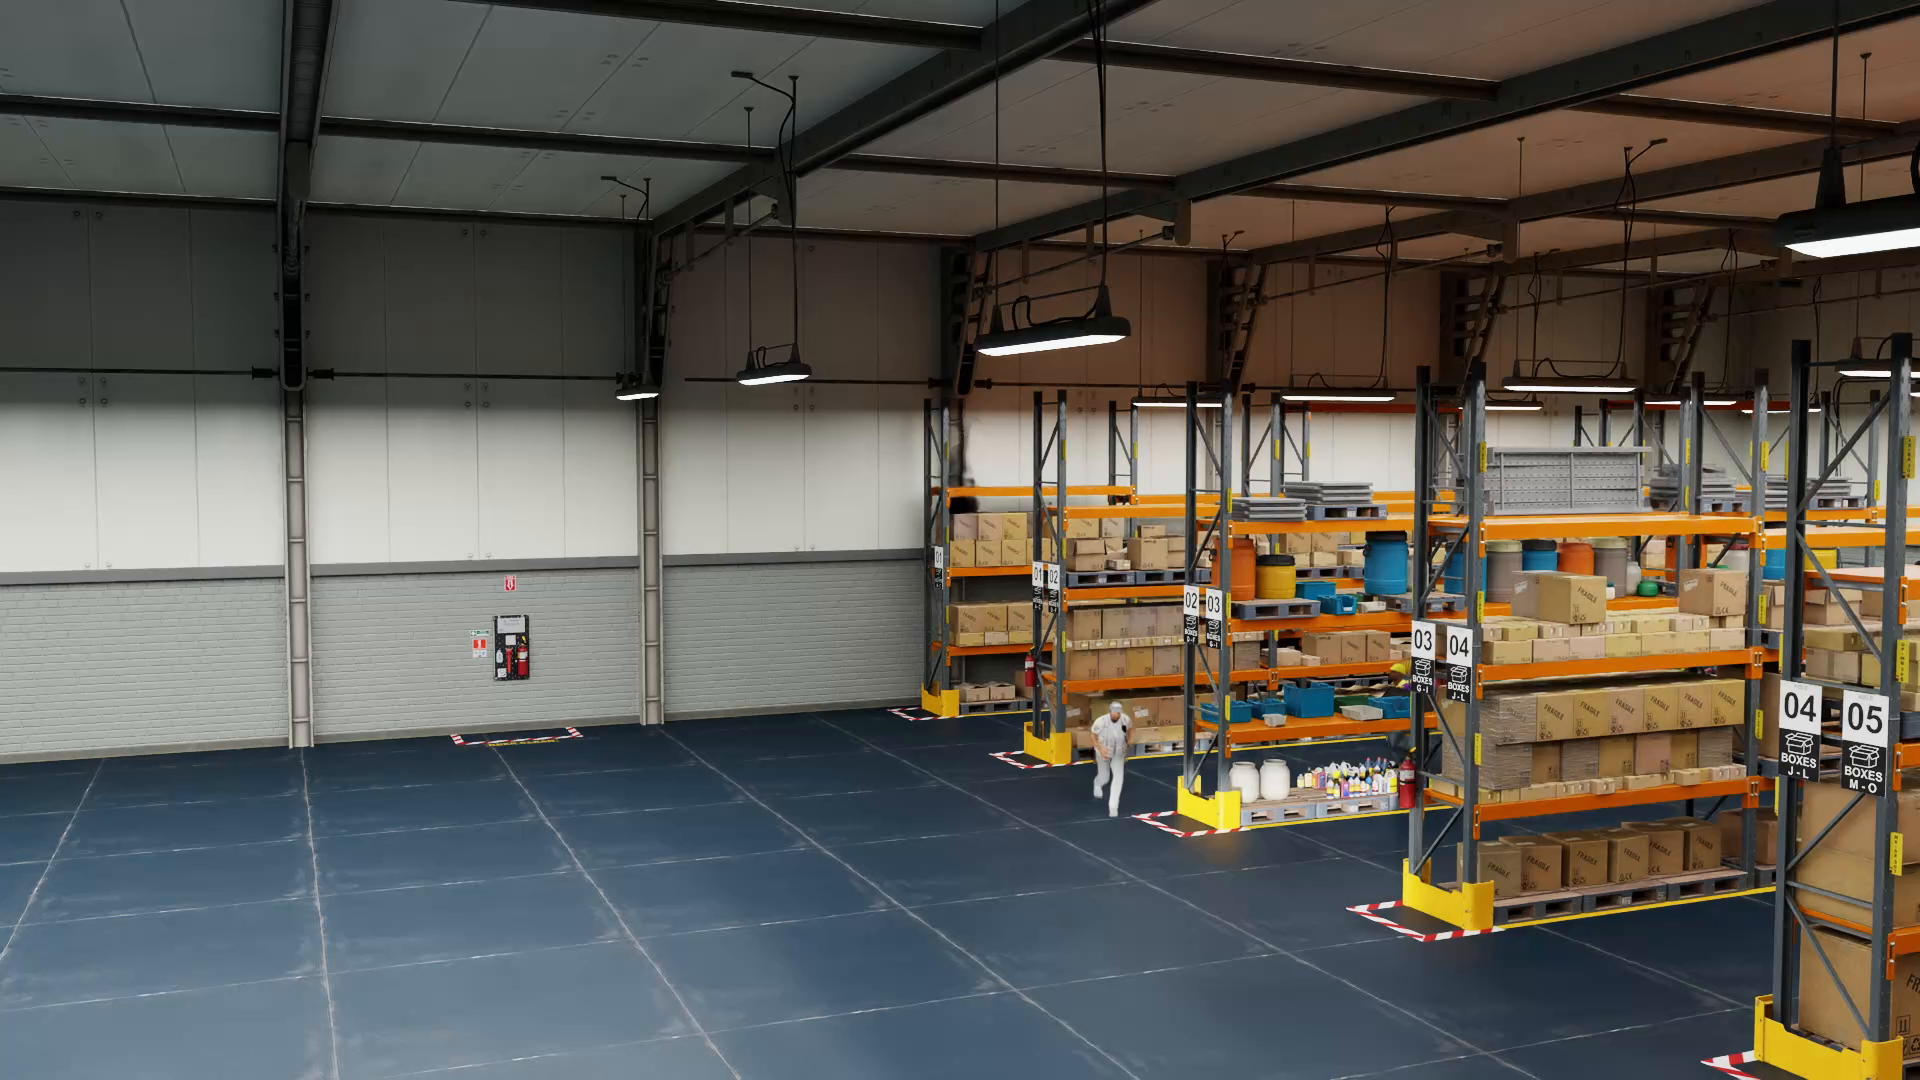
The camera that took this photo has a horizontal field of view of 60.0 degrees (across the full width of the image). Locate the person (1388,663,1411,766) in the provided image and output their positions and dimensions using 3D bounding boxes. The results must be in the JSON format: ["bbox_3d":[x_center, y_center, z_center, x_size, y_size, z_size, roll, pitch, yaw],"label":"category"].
[{"bbox_3d":[6.876,2.783,25.905,0.661,1.729,0.714,-1,3,-16],"label":"person"}]

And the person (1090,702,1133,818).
[{"bbox_3d":[2.099,3.023,23.297,0.627,1.626,1.003,-1,3,-14],"label":"person"}]
